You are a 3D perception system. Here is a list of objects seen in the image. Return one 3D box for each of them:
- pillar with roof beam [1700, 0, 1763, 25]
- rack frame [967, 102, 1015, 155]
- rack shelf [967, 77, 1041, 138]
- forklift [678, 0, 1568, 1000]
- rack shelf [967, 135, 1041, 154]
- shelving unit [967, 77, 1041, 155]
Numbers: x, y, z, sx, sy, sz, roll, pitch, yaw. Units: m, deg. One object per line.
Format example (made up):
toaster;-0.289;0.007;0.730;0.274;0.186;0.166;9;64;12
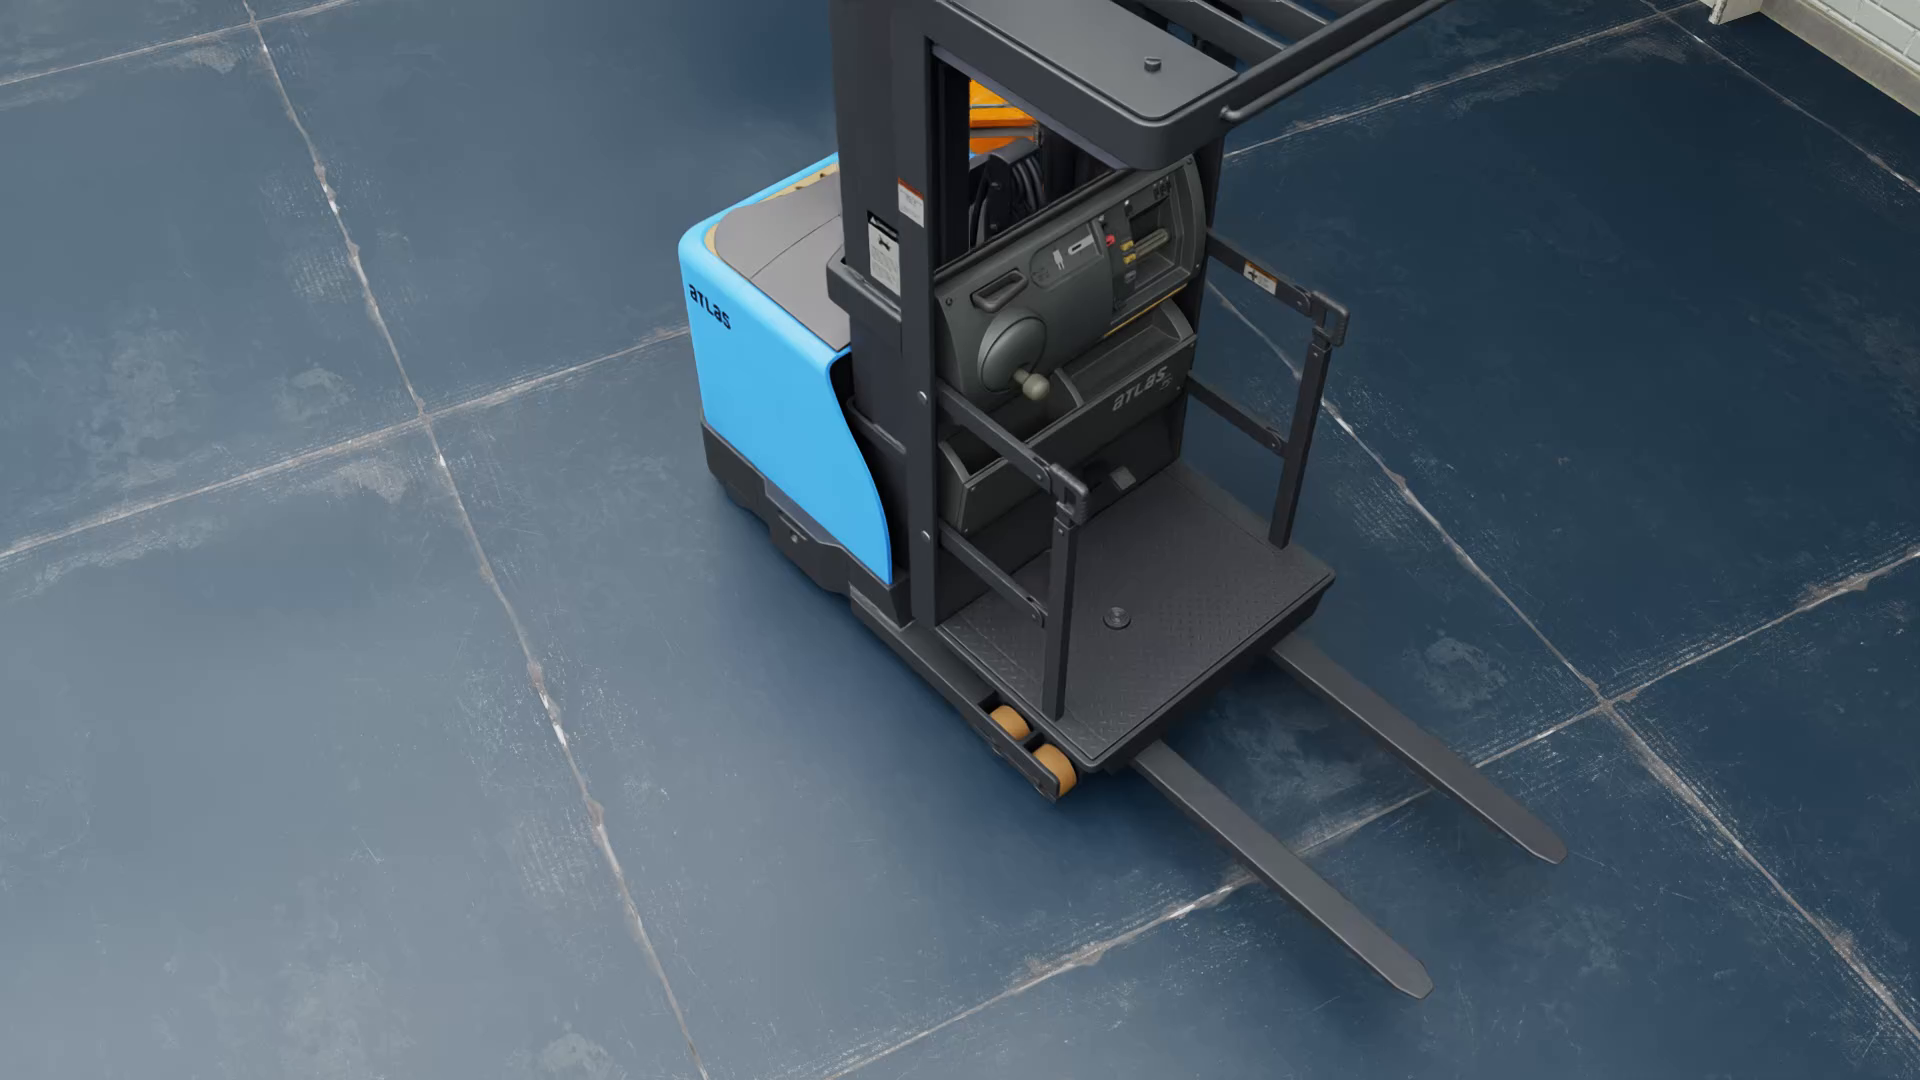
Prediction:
pillar with roof beam;-0.196;-4.107;3.364;9.100;9.000;0.400;-21;52;-18
rack frame;0.112;-1.160;6.017;0.500;1.125;0.032;-3;49;-2
rack shelf;0.081;-1.735;6.131;0.538;0.278;1.000;-3;49;-2
forklift;0.460;-0.620;4.345;1.130;2.935;3.031;-34;57;-26
rack shelf;0.081;-1.381;6.535;0.538;0.278;1.000;-3;49;-2
shelving unit;0.081;-1.542;6.351;0.538;1.125;1.048;-3;49;-2
